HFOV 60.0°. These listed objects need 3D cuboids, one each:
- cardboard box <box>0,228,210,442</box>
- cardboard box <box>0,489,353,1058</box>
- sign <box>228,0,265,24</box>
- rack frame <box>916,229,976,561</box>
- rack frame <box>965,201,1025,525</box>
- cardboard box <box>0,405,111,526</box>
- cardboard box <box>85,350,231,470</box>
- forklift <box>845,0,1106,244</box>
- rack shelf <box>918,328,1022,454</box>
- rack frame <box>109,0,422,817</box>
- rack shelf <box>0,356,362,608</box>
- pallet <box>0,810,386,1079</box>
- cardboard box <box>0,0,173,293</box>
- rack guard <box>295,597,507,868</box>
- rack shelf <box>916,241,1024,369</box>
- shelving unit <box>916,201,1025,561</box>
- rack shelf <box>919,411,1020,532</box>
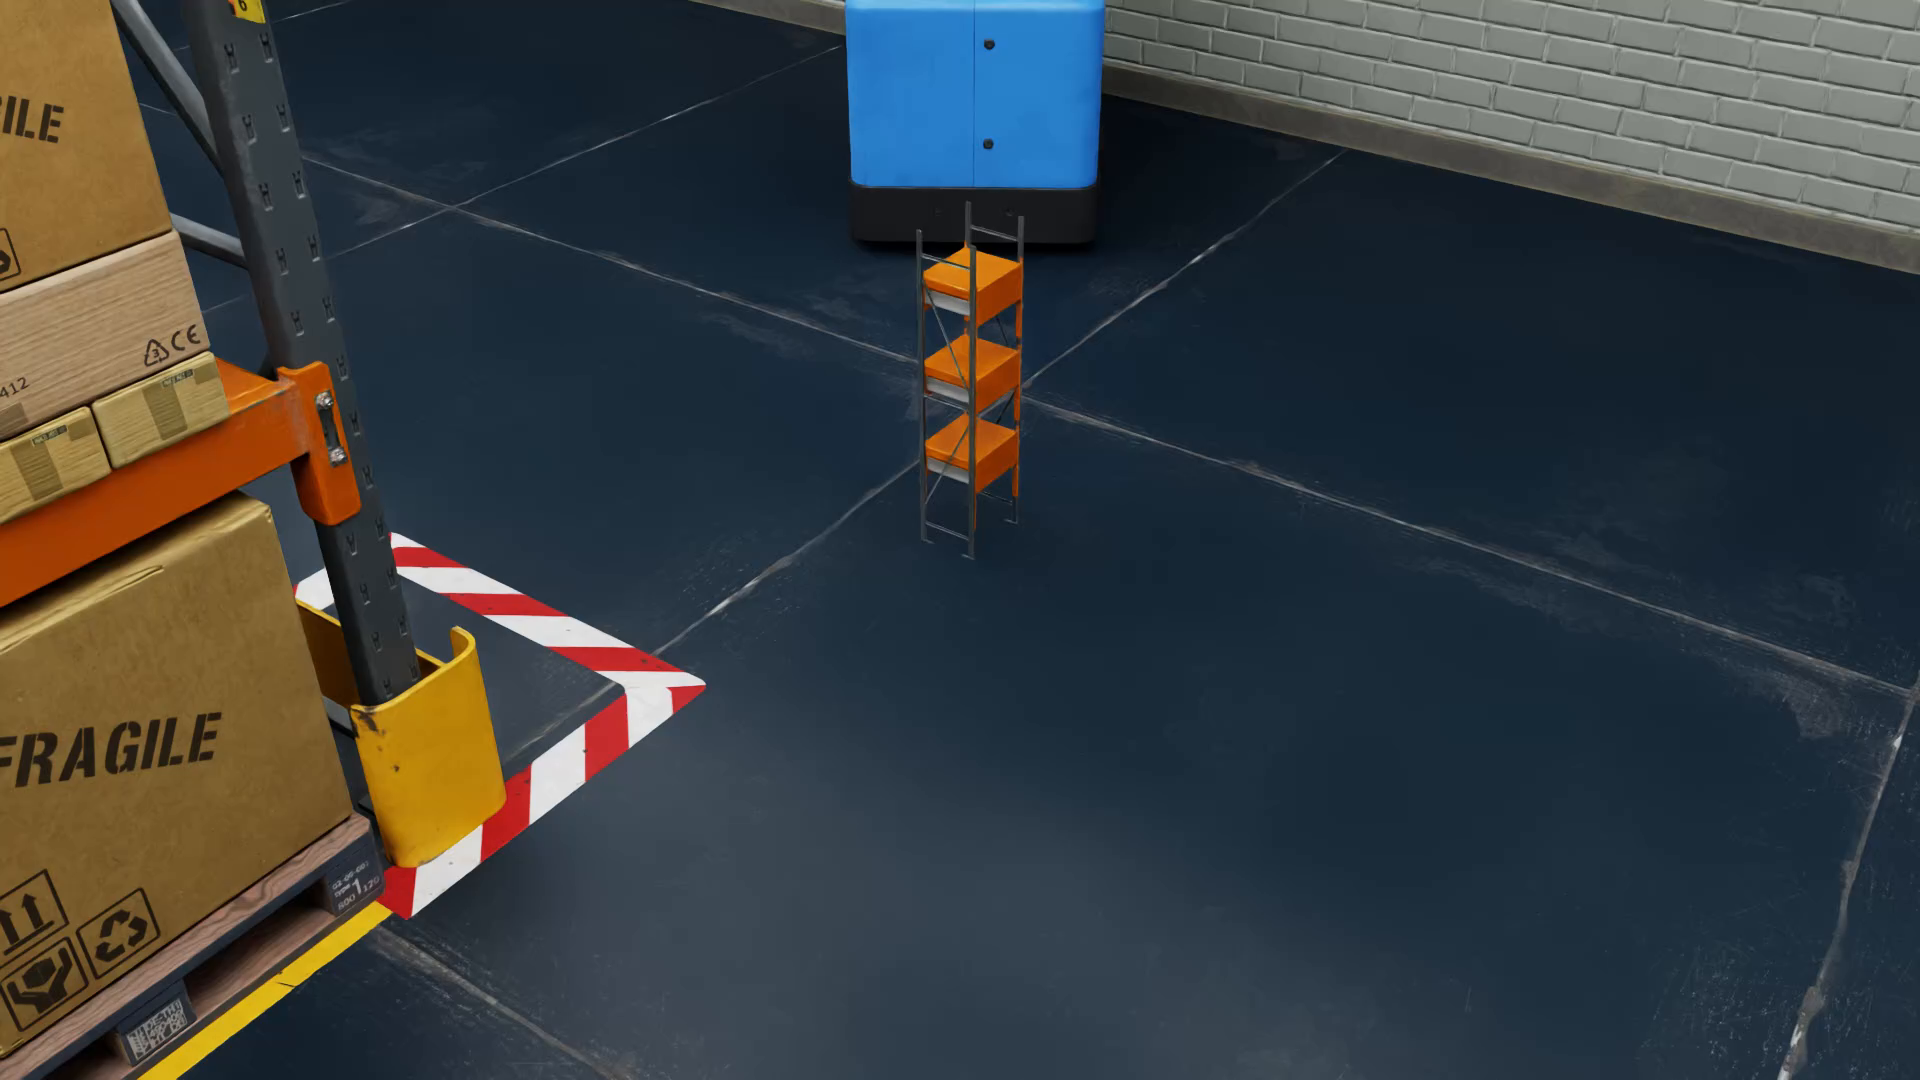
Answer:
[{"bbox_3d":[-1.787,-0.434,3.082,0.500,0.250,0.500,21,39,27],"label":"cardboard box"},{"bbox_3d":[-2.028,0.346,3.583,0.875,0.875,0.875,21,39,28],"label":"cardboard box"},{"bbox_3d":[-1.291,-1.078,2.922,0.100,0.325,0.005,21,39,28],"label":"sign"},{"bbox_3d":[-0.039,-0.403,4.909,0.200,1.050,0.008,21,39,28],"label":"rack frame"},{"bbox_3d":[0.100,-0.516,5.075,0.200,1.050,0.008,21,39,28],"label":"rack frame"},{"bbox_3d":[-1.808,-0.187,3.073,0.380,0.149,0.250,22,40,29],"label":"cardboard box"},{"bbox_3d":[-1.661,-0.307,3.251,0.380,0.149,0.250,22,40,29],"label":"cardboard box"},{"bbox_3d":[0.097,-3.247,7.435,1.130,2.935,3.031,1,34,1],"label":"forklift"},{"bbox_3d":[0.031,-0.451,4.998,0.215,0.259,0.240,21,39,28],"label":"rack shelf"},{"bbox_3d":[-1.729,-0.680,3.578,1.000,3.000,0.127,21,39,28],"label":"rack frame"},{"bbox_3d":[-2.869,0.538,2.419,1.077,0.370,4.000,21,39,28],"label":"rack shelf"},{"bbox_3d":[-2.120,0.868,3.778,1.003,0.211,1.213,21,39,28],"label":"pallet"},{"bbox_3d":[-1.791,-0.744,2.871,0.500,0.500,0.500,22,40,29],"label":"cardboard box"},{"bbox_3d":[-1.715,0.344,4.295,1.175,0.500,0.348,21,39,28],"label":"rack guard"},{"bbox_3d":[0.031,-0.686,4.839,0.215,0.259,0.240,21,39,28],"label":"rack shelf"},{"bbox_3d":[0.031,-0.460,4.992,0.215,1.050,0.252,21,39,28],"label":"shelving unit"},{"bbox_3d":[0.031,-0.221,5.154,0.215,0.259,0.240,21,39,28],"label":"rack shelf"}]
